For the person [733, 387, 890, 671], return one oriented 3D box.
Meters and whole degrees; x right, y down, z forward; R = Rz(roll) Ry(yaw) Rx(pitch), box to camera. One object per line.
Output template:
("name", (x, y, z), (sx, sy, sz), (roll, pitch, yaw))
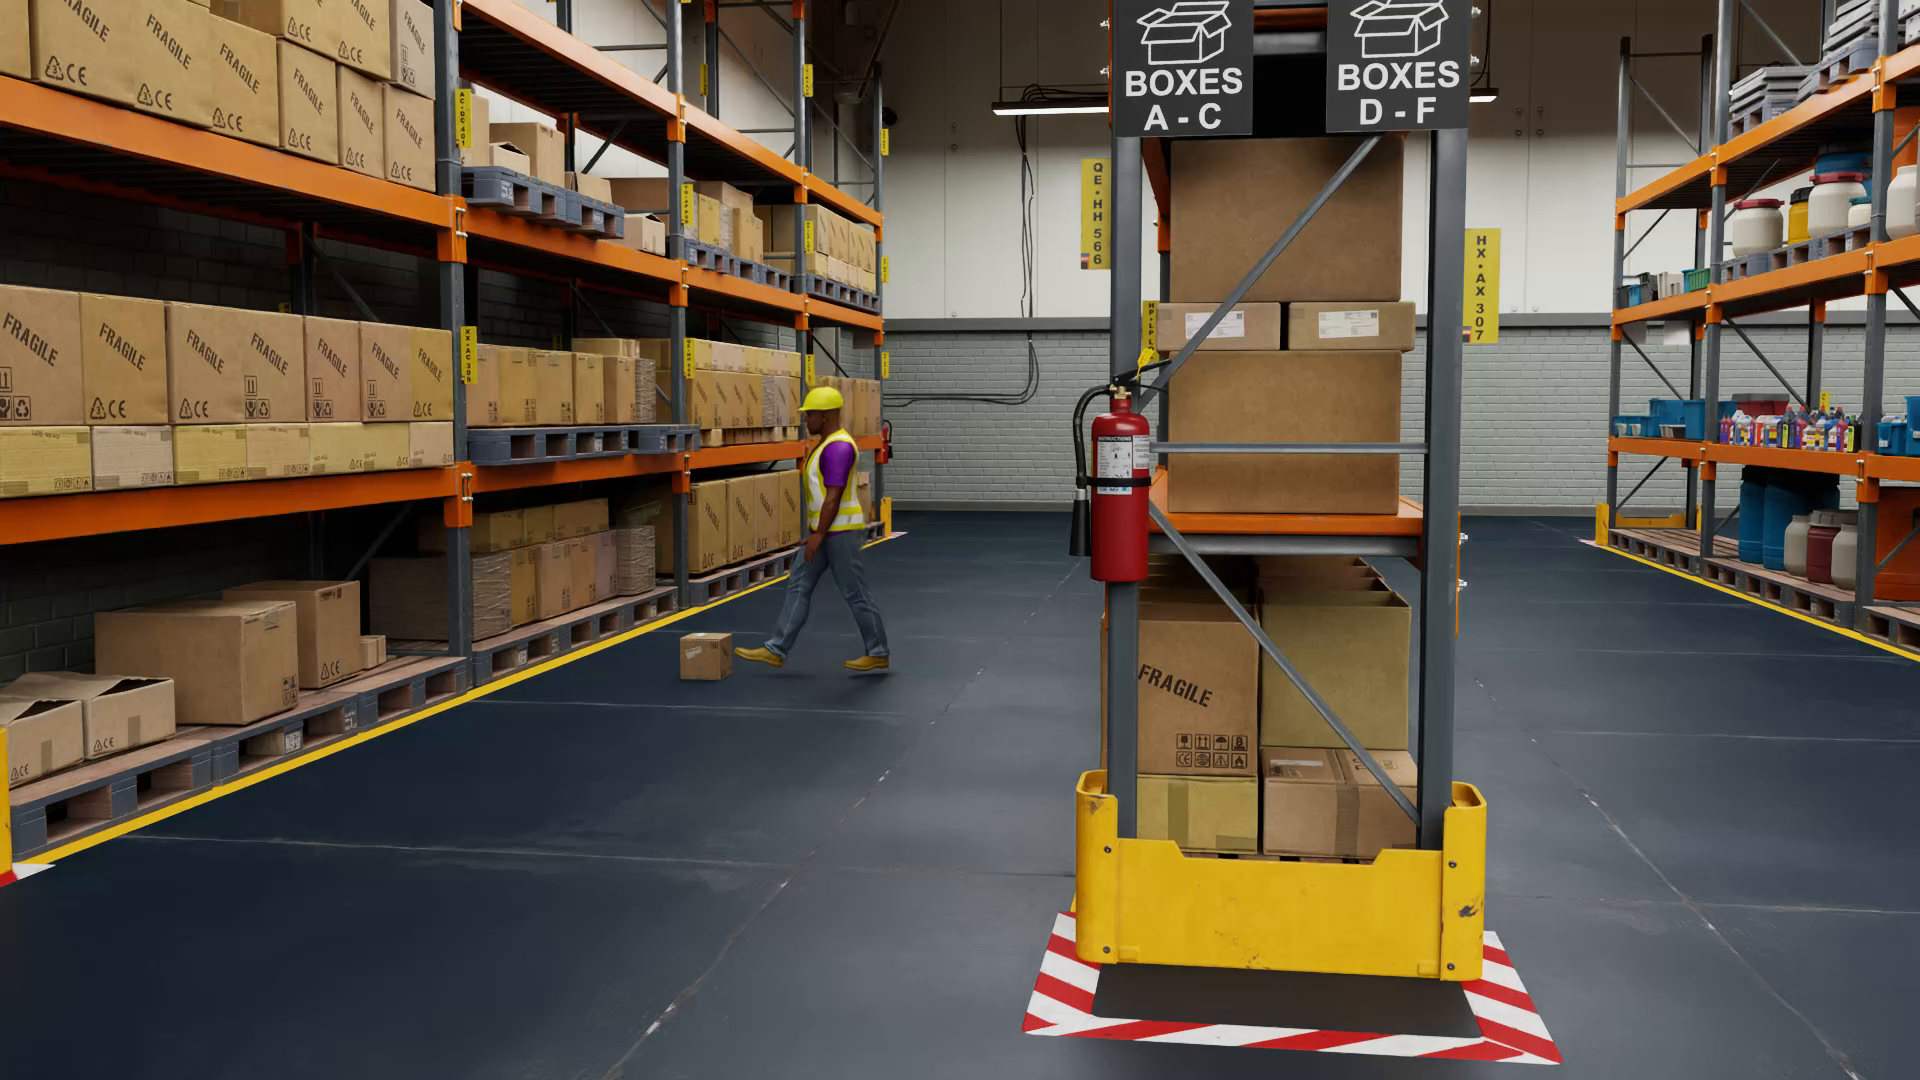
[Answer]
("person", (-0.884, -0.064, 10.093), (0.939, 1.725, 0.573), (-2, 5, -21))
